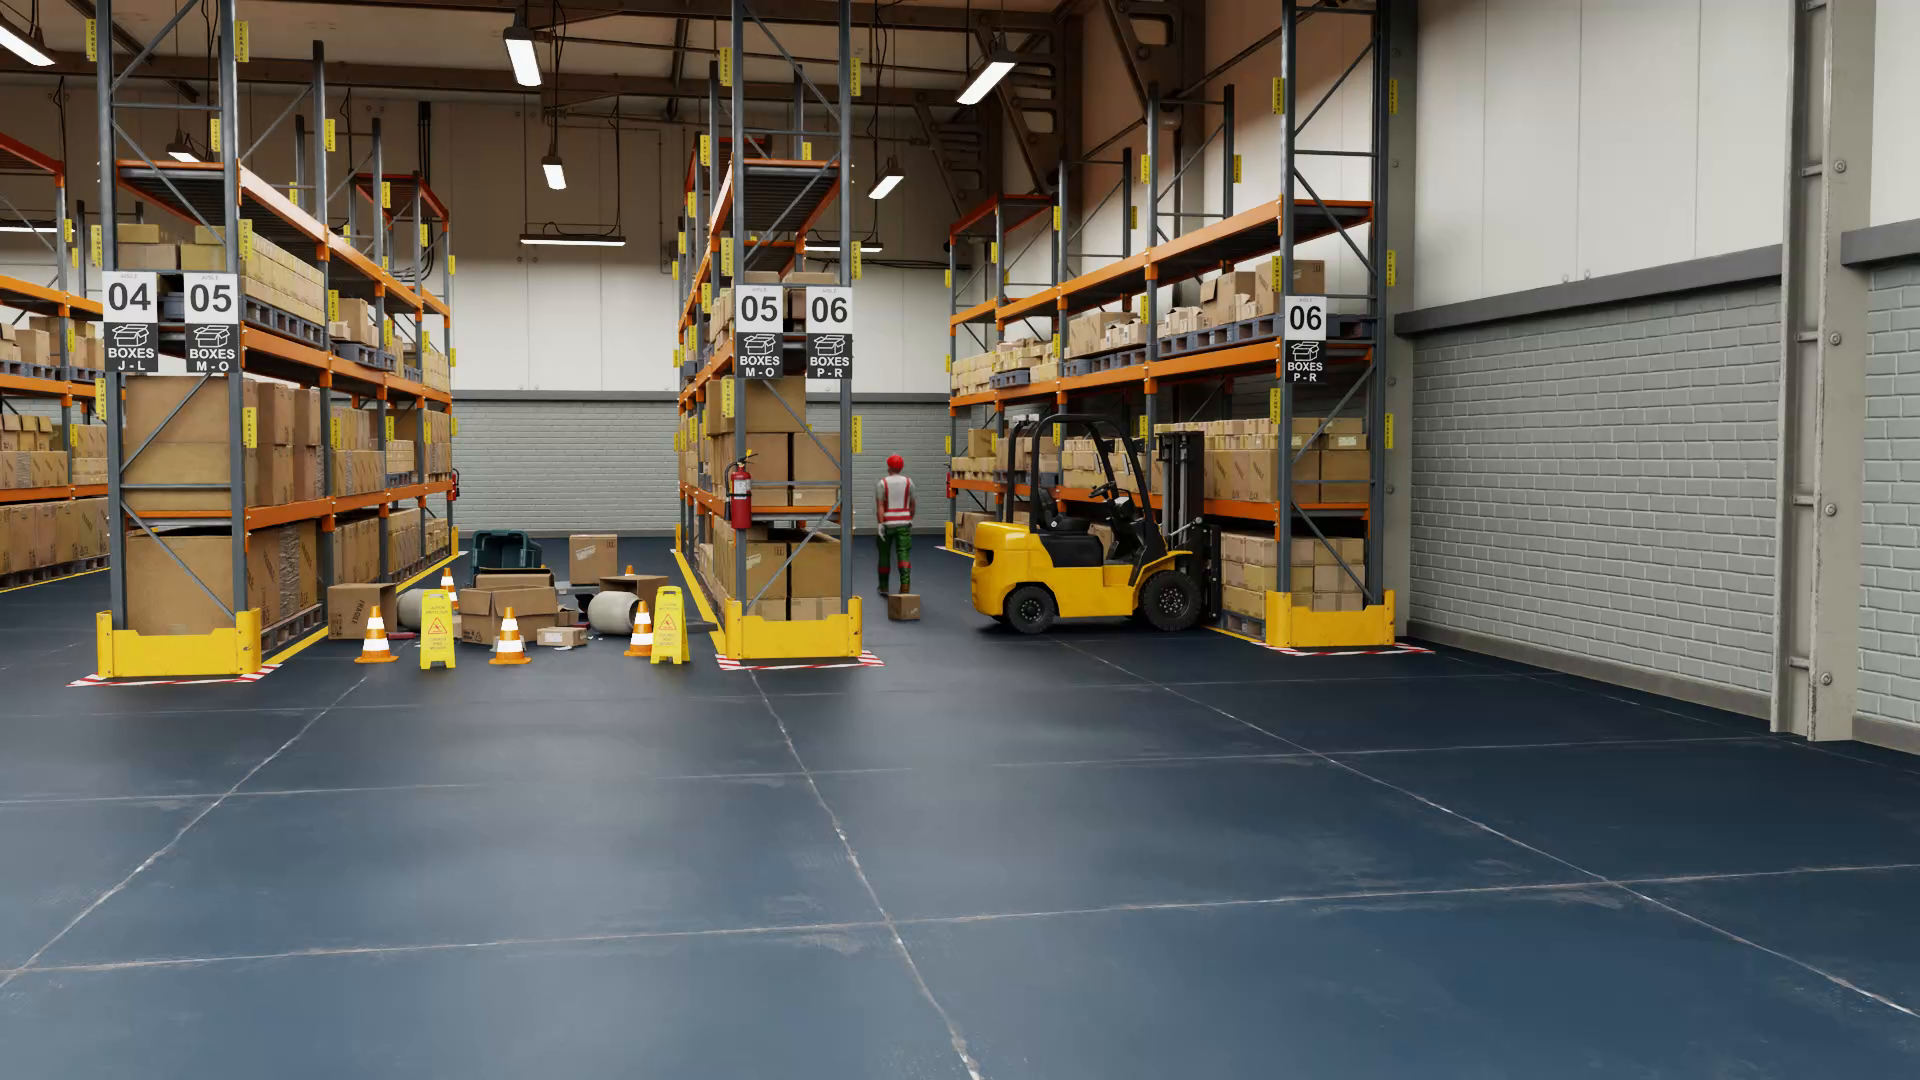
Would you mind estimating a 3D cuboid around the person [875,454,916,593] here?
[{"bbox_3d":[-0.811,-0.197,20.680,0.527,1.742,1.040,-1,3,-10],"label":"person"}]
